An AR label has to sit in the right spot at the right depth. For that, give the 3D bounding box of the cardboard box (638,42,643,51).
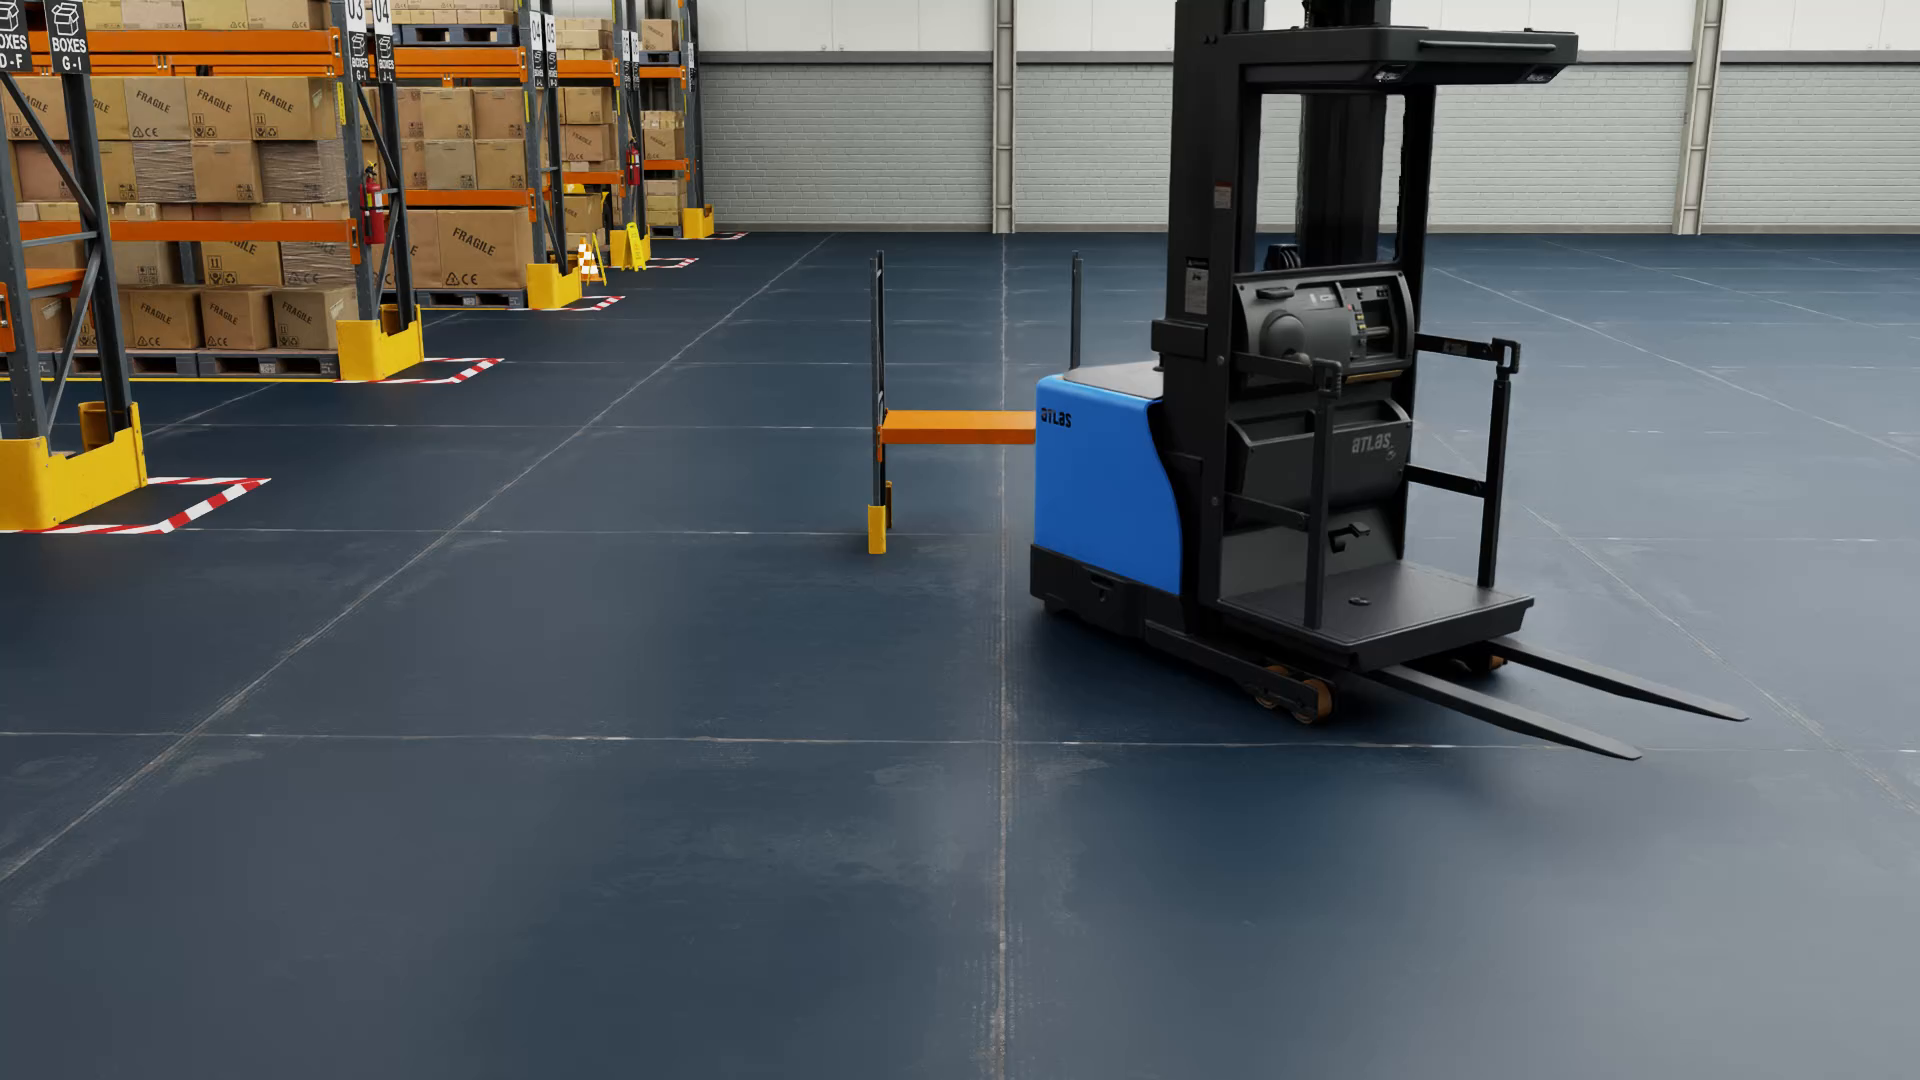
[{"bbox_3d":[-5.384,-8.228,27.740,0.250,0.149,0.380,0,15,0],"label":"cardboard box"}]

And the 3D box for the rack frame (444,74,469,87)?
[{"bbox_3d":[-8.546,-6.746,28.529,0.127,3.000,1.000,0,15,1],"label":"rack frame"}]

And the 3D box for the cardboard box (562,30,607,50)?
[{"bbox_3d":[-5.189,-6.910,22.983,0.500,0.250,0.500,0,15,1],"label":"cardboard box"}]

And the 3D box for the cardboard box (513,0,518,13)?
[{"bbox_3d":[-5.172,-6.033,18.637,0.500,0.250,0.500,0,15,1],"label":"cardboard box"}]

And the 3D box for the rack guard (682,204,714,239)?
[{"bbox_3d":[-4.524,-5.511,28.748,0.348,0.500,1.175,0,15,1],"label":"rack guard"}]

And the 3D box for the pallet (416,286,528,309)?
[{"bbox_3d":[-5.497,-2.828,19.145,1.213,0.211,1.003,0,15,1],"label":"pallet"}]

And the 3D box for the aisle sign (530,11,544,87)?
[{"bbox_3d":[-4.633,-5.371,18.221,0.004,0.787,0.394,0,15,1],"label":"aisle sign"}]

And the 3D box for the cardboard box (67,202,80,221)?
[{"bbox_3d":[-7.215,-2.747,13.864,0.250,0.149,0.380,0,15,1],"label":"cardboard box"}]

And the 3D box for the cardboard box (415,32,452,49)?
[{"bbox_3d":[-7.220,-6.921,23.025,0.500,0.250,0.500,1,15,2],"label":"cardboard box"}]

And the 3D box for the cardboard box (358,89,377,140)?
[{"bbox_3d":[-6.708,-4.786,18.691,0.500,0.550,0.875,0,15,1],"label":"cardboard box"}]

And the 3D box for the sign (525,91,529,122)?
[{"bbox_3d":[-4.724,-4.727,18.143,0.005,0.325,0.100,0,15,1],"label":"sign"}]

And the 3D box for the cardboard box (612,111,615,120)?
[{"bbox_3d":[-5.931,-7.157,28.035,0.250,0.149,0.380,1,15,3],"label":"cardboard box"}]

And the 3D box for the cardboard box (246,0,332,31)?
[{"bbox_3d":[-5.412,-4.243,13.456,0.500,0.250,0.500,1,15,3],"label":"cardboard box"}]

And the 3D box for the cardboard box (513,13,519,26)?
[{"bbox_3d":[-5.031,-5.855,18.746,0.250,0.149,0.380,0,15,2],"label":"cardboard box"}]

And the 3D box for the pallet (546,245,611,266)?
[{"bbox_3d":[-5.558,-4.120,24.044,1.213,0.211,1.003,0,15,1],"label":"pallet"}]

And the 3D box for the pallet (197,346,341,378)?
[{"bbox_3d":[-5.811,-1.593,14.465,1.213,0.211,1.003,0,15,1],"label":"pallet"}]

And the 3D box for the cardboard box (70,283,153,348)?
[{"bbox_3d":[-7.328,-1.949,14.422,0.500,0.500,0.500,-1,15,-4],"label":"cardboard box"}]

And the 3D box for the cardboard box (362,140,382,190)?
[{"bbox_3d":[-6.706,-4.281,18.892,0.500,0.550,0.875,0,15,1],"label":"cardboard box"}]

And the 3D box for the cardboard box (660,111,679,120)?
[{"bbox_3d":[-4.911,-7.174,28.102,0.250,0.149,0.380,0,15,2],"label":"cardboard box"}]

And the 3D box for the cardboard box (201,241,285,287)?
[{"bbox_3d":[-8.068,-3.371,19.078,0.875,0.875,0.875,1,15,2],"label":"cardboard box"}]

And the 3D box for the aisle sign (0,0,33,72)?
[{"bbox_3d":[-4.986,-2.844,8.645,0.004,0.787,0.394,0,15,1],"label":"aisle sign"}]

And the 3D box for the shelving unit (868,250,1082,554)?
[{"bbox_3d":[0.076,-0.725,8.647,1.083,1.500,0.587,0,15,1],"label":"shelving unit"}]

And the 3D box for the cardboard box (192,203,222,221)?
[{"bbox_3d":[-6.213,-2.762,13.923,0.250,0.149,0.380,0,15,1],"label":"cardboard box"}]

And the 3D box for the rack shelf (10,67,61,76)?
[{"bbox_3d":[-14.667,-6.622,23.588,4.000,0.370,1.077,0,15,1],"label":"rack shelf"}]

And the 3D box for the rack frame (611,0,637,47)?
[{"bbox_3d":[-4.671,-8.355,22.867,0.127,3.000,1.000,0,15,1],"label":"rack frame"}]

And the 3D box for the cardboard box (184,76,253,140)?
[{"bbox_3d":[-5.980,-3.545,13.656,0.500,0.500,0.500,0,15,1],"label":"cardboard box"}]

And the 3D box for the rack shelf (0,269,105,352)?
[{"bbox_3d":[-7.050,-1.329,9.407,4.000,0.370,1.077,0,15,1],"label":"rack shelf"}]

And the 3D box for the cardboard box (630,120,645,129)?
[{"bbox_3d":[-5.415,-7.024,28.115,0.250,0.149,0.380,1,15,2],"label":"cardboard box"}]

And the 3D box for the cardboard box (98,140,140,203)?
[{"bbox_3d":[-6.974,-3.123,14.016,0.500,0.500,0.875,0,15,1],"label":"cardboard box"}]

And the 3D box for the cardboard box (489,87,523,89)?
[{"bbox_3d":[-6.205,-6.059,23.188,0.500,0.500,0.700,0,15,1],"label":"cardboard box"}]

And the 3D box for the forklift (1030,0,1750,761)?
[{"bbox_3d":[1.568,-0.868,6.383,1.130,2.935,3.031,-10,18,-33],"label":"forklift"}]

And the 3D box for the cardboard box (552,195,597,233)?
[{"bbox_3d":[-5.478,-4.629,23.601,0.500,0.500,0.500,0,15,2],"label":"cardboard box"}]

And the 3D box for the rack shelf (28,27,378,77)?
[{"bbox_3d":[-6.923,-4.042,13.811,4.000,0.370,1.077,0,15,1],"label":"rack shelf"}]

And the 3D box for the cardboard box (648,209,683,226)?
[{"bbox_3d":[-5.025,-5.516,28.433,0.500,0.250,0.500,0,15,2],"label":"cardboard box"}]

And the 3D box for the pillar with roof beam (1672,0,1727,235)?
[{"bbox_3d":[12.664,-8.640,23.947,0.400,9.000,9.100,0,15,1],"label":"pillar with roof beam"}]

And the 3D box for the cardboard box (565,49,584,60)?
[{"bbox_3d":[-5.284,-6.707,22.994,0.250,0.149,0.380,0,15,2],"label":"cardboard box"}]

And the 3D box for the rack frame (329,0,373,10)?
[{"bbox_3d":[-4.924,-5.827,13.288,0.127,3.000,1.000,0,15,1],"label":"rack frame"}]

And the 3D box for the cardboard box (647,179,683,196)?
[{"bbox_3d":[-5.016,-6.000,28.309,0.500,0.250,0.500,1,15,3],"label":"cardboard box"}]

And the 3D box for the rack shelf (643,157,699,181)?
[{"bbox_3d":[-6.547,-6.385,28.571,4.000,0.370,1.077,0,15,1],"label":"rack shelf"}]

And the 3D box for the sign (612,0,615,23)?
[{"bbox_3d":[-4.705,-7.191,22.600,0.005,0.325,0.100,0,15,1],"label":"sign"}]

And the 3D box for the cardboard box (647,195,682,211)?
[{"bbox_3d":[-5.042,-5.758,28.373,0.500,0.250,0.500,0,15,1],"label":"cardboard box"}]

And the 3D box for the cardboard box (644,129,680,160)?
[{"bbox_3d":[-5.046,-6.704,28.175,0.500,0.500,0.500,0,15,0],"label":"cardboard box"}]

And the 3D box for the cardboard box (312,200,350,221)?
[{"bbox_3d":[-5.214,-2.754,13.892,0.250,0.149,0.380,0,15,1],"label":"cardboard box"}]

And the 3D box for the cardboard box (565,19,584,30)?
[{"bbox_3d":[-5.273,-7.107,22.946,0.250,0.149,0.380,1,15,2],"label":"cardboard box"}]

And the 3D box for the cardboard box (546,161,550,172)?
[{"bbox_3d":[-5.820,-5.255,23.370,0.250,0.149,0.380,1,15,2],"label":"cardboard box"}]

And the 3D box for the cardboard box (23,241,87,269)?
[{"bbox_3d":[-10.282,-3.321,19.133,0.750,0.750,1.050,0,15,1],"label":"cardboard box"}]

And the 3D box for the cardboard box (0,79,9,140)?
[{"bbox_3d":[-7.979,-3.558,13.706,0.500,0.500,0.500,0,15,1],"label":"cardboard box"}]

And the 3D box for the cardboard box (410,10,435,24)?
[{"bbox_3d":[-5.798,-5.692,18.128,0.250,0.149,0.380,1,15,2],"label":"cardboard box"}]

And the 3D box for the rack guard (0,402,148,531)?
[{"bbox_3d":[-5.127,-0.443,9.541,0.348,0.500,1.175,0,15,1],"label":"rack guard"}]

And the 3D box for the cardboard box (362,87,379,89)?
[{"bbox_3d":[-8.235,-6.097,23.332,0.500,0.500,0.700,0,15,1],"label":"cardboard box"}]

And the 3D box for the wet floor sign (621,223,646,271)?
[{"bbox_3d":[-4.508,-4.041,22.893,0.232,0.644,0.267,6,16,21],"label":"wet floor sign"}]

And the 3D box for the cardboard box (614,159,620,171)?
[{"bbox_3d":[-5.005,-5.387,23.872,0.250,0.149,0.380,0,15,2],"label":"cardboard box"}]

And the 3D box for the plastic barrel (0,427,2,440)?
[{"bbox_3d":[-5.710,-0.648,9.472,0.421,0.512,0.421,0,15,0],"label":"plastic barrel"}]

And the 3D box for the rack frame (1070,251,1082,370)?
[{"bbox_3d":[0.593,-0.721,8.634,0.032,1.500,0.500,0,15,1],"label":"rack frame"}]
